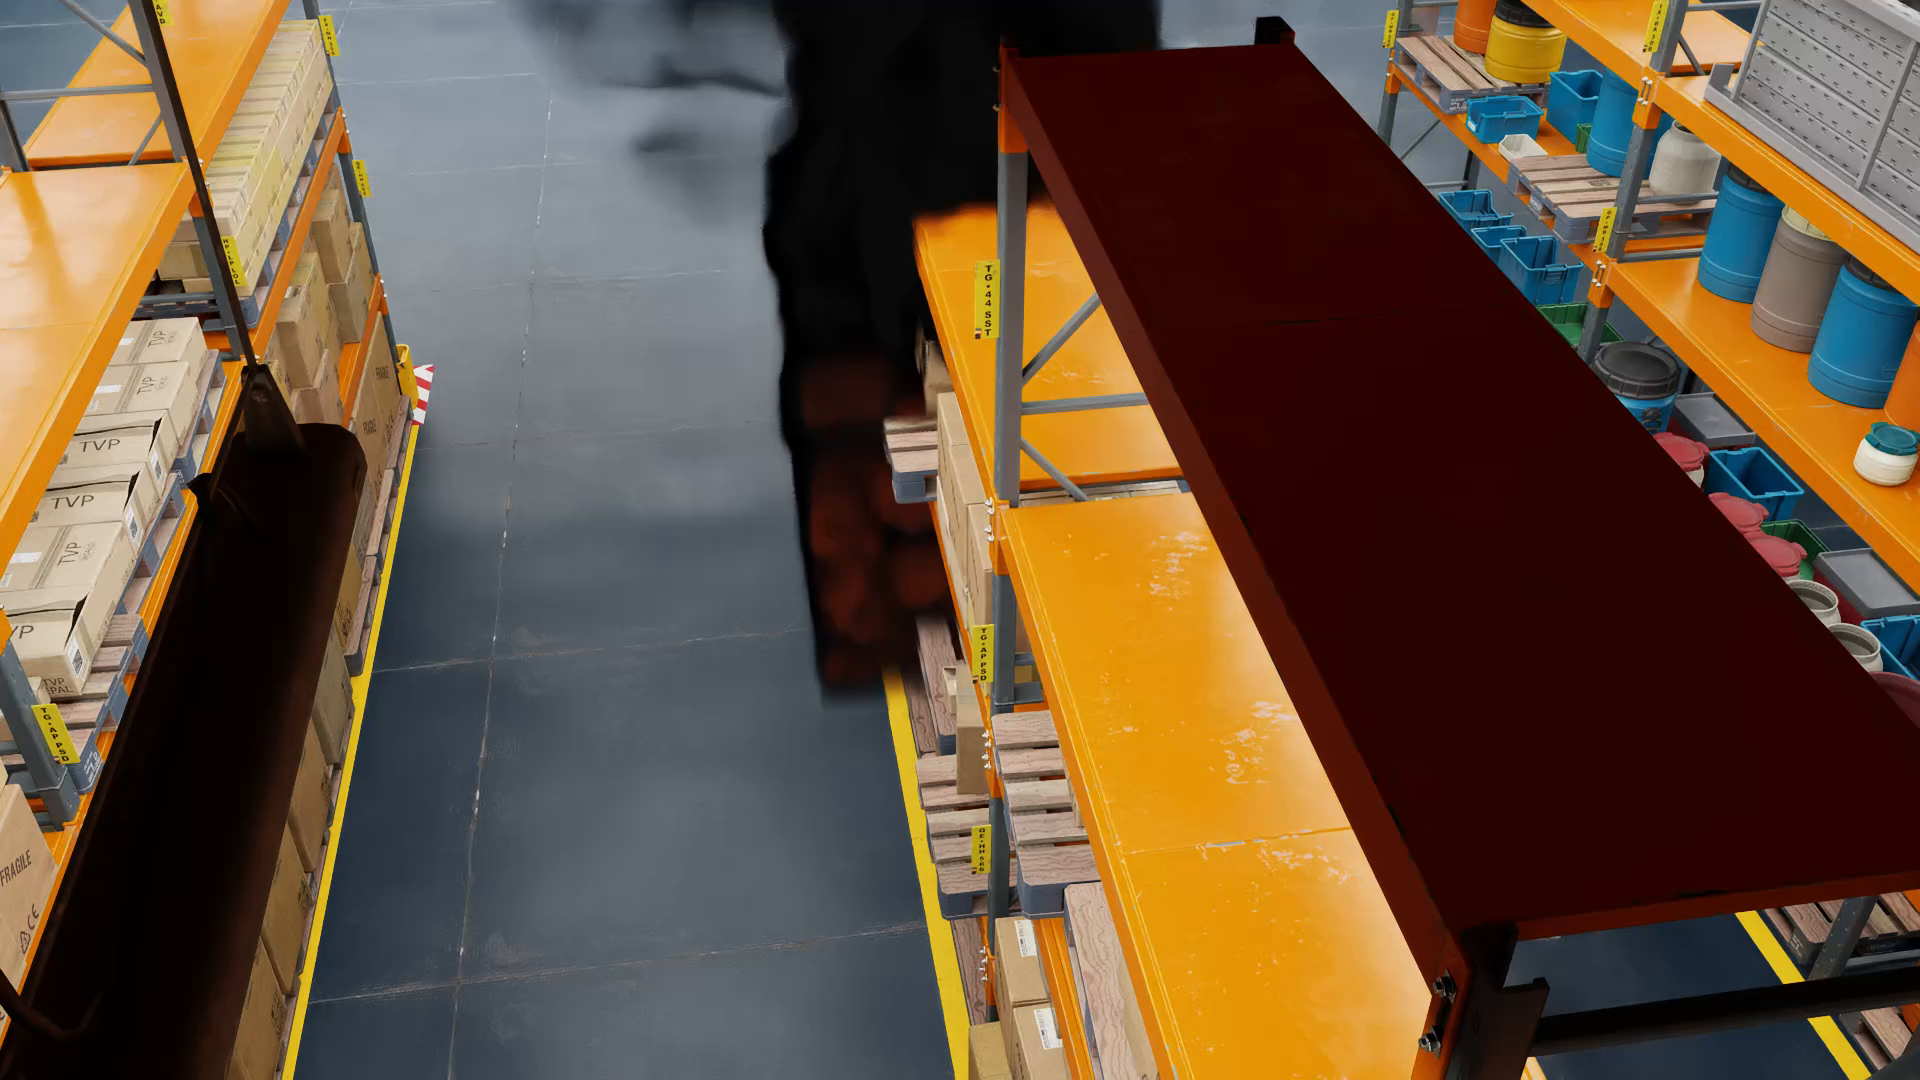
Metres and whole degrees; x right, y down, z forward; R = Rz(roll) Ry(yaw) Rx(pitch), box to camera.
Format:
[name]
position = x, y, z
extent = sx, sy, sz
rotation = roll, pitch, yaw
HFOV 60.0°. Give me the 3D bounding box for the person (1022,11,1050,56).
[person]
position = 0.879, -5.120, 18.893
extent = 0.836, 1.846, 0.661
rotation = 14, 38, 18
